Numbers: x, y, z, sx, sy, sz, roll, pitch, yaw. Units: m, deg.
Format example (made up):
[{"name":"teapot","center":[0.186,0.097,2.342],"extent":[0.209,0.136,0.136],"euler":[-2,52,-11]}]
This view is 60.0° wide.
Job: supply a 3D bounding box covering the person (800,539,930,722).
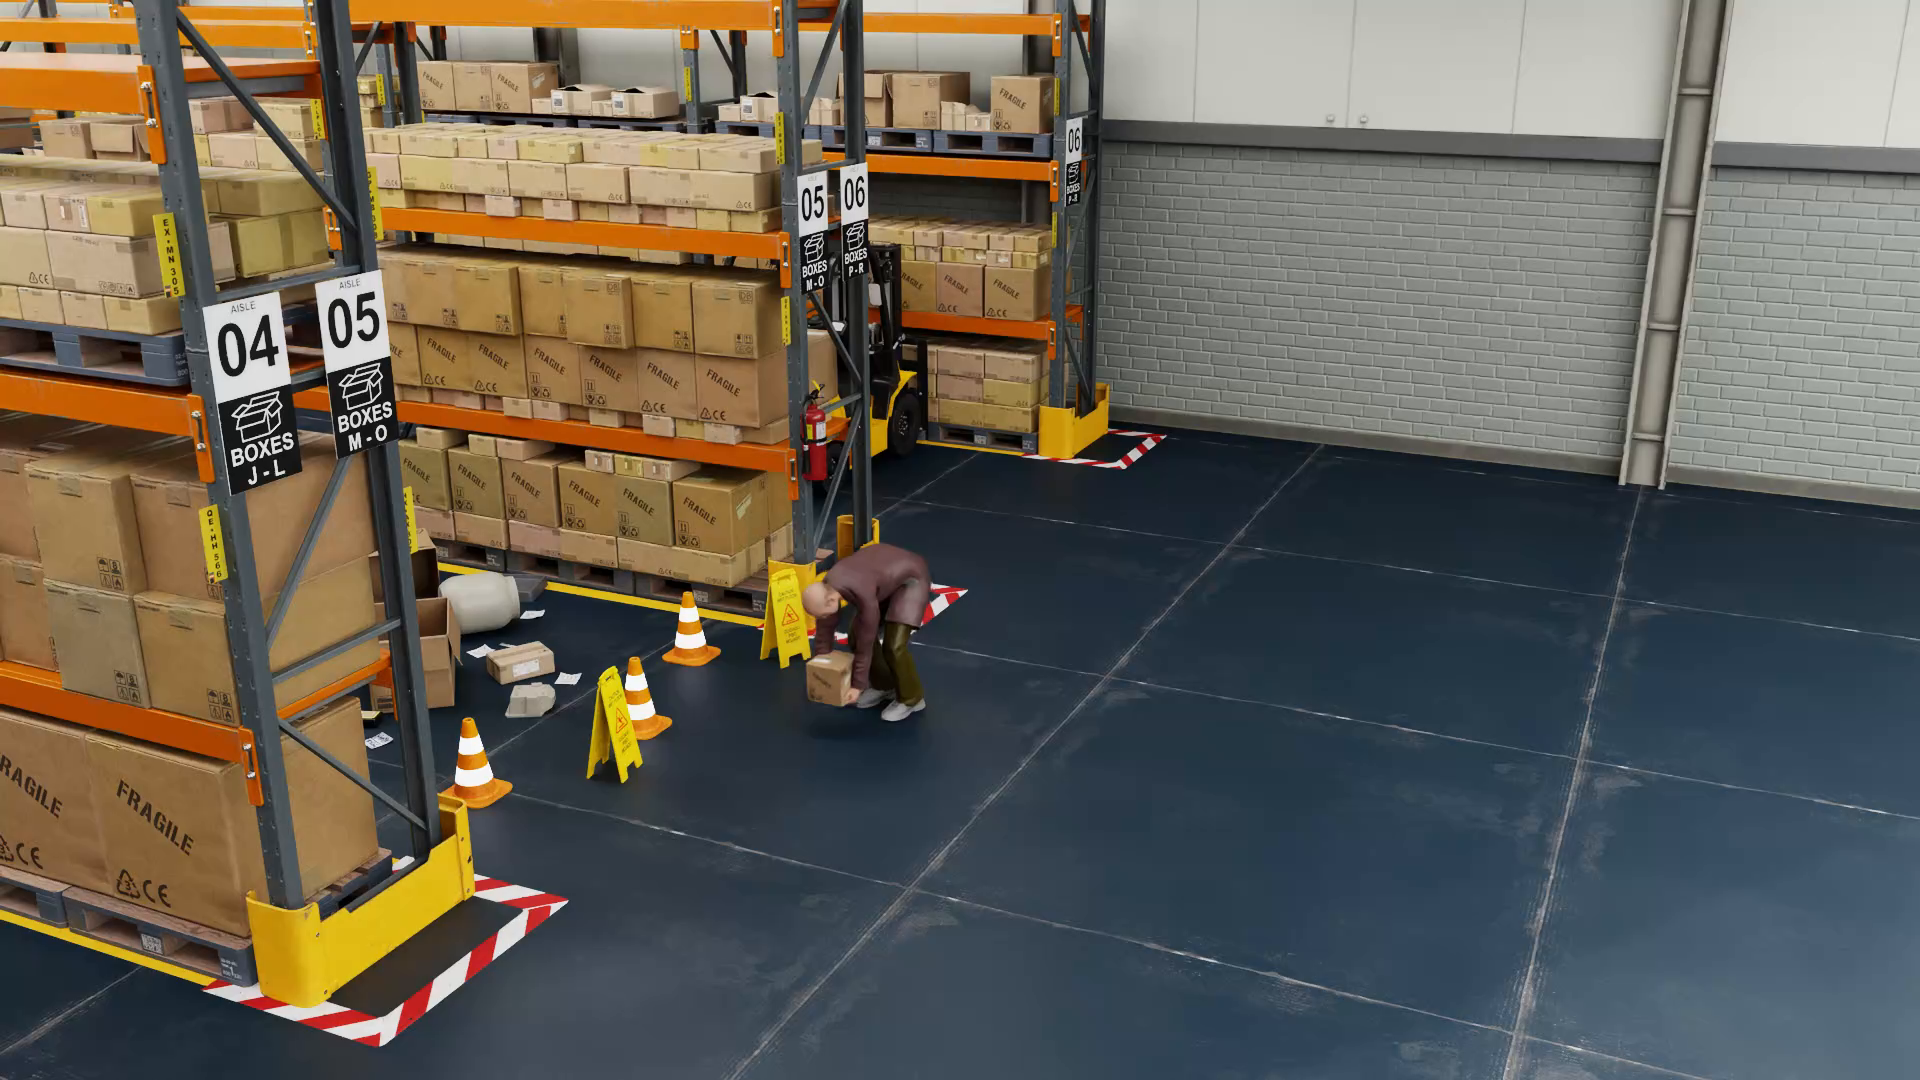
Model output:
[{"name":"person","center":[-0.604,0.592,10.356],"extent":[0.950,1.126,0.570],"euler":[-16,25,-40]}]
